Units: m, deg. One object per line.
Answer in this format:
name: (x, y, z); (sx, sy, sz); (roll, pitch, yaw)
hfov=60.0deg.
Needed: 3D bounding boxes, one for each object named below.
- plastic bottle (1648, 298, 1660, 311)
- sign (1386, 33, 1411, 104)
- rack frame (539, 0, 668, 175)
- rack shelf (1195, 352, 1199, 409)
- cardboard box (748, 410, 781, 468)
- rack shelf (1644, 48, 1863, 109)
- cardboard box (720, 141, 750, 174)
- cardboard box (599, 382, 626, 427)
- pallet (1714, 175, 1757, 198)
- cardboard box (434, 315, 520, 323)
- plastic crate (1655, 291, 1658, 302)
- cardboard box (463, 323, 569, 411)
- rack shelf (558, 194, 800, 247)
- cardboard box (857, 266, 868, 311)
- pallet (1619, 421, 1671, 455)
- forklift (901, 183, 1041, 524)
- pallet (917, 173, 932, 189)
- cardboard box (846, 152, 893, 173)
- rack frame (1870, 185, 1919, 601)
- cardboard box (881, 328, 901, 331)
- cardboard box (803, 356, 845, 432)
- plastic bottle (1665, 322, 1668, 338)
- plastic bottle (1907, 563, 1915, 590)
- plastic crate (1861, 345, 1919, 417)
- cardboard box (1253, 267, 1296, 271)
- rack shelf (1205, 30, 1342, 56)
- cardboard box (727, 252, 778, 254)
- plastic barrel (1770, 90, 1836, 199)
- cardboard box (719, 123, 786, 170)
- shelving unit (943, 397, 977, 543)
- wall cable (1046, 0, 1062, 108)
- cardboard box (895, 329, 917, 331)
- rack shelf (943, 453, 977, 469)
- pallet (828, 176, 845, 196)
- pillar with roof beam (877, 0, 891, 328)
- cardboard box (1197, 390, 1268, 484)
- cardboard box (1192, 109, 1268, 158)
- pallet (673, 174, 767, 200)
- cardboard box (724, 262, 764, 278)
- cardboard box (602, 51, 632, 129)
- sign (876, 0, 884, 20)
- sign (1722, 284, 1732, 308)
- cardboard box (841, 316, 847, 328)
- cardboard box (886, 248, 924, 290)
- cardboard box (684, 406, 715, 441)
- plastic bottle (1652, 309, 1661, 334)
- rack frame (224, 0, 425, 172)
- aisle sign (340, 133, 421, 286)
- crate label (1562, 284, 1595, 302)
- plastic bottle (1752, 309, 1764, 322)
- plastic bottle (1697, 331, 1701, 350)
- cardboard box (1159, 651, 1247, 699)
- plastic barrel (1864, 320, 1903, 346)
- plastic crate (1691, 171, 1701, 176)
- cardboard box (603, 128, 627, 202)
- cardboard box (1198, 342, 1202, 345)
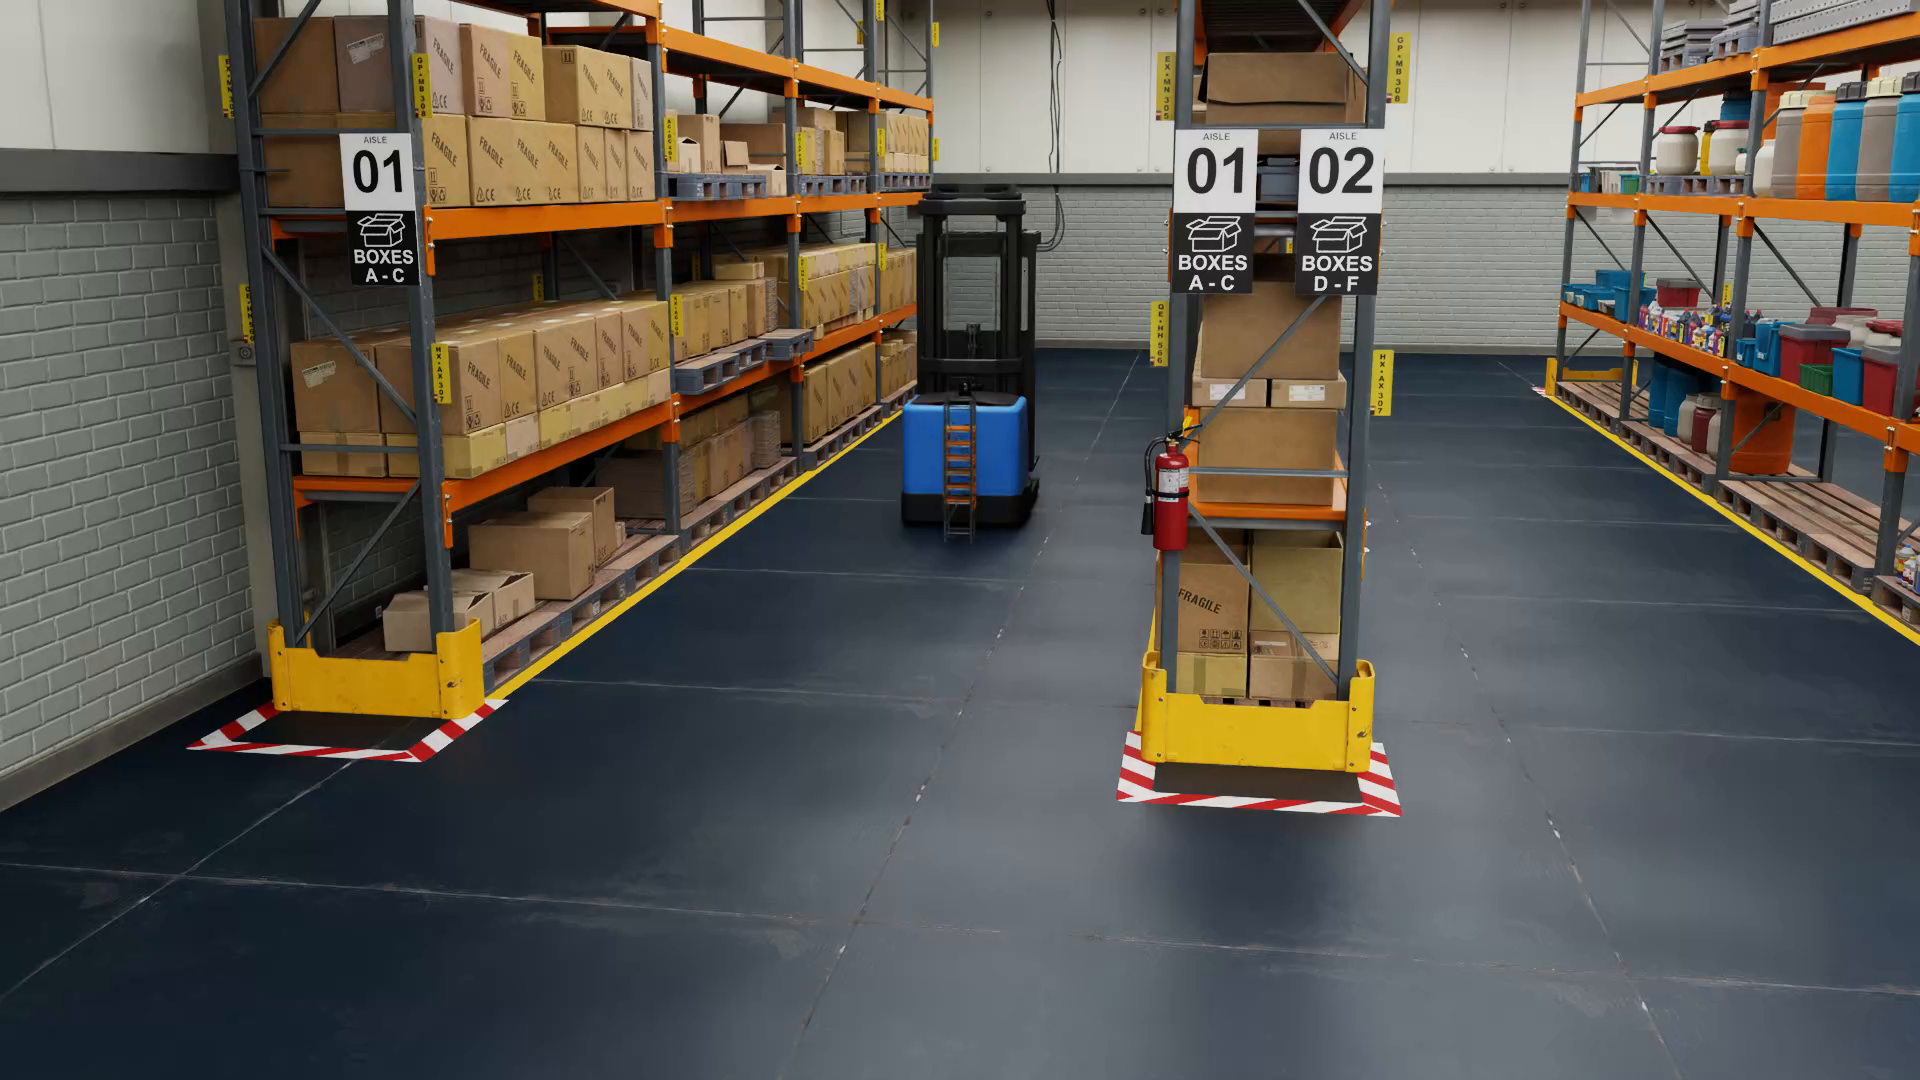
plastic bottle: (7.904, -2.579, 18.956); (0.144, 0.351, 0.185); (2, 12, 9)
sign: (2.093, -2.250, 7.933); (0.100, 0.325, 0.005); (2, 12, 9)
rack frame: (-2.735, -4.262, 12.411); (1.000, 3.000, 0.127); (2, 12, 9)
rack shelf: (2.468, -1.235, 14.310); (1.077, 0.370, 4.000); (2, 12, 9)
cardboard box: (-2.179, -1.004, 16.421); (0.700, 0.500, 0.500); (2, 12, 9)
rack shelf: (7.977, -4.643, 16.835); (1.077, 0.370, 4.000); (2, 12, 9)
cardboard box: (-2.411, -3.422, 15.340); (0.797, 0.503, 0.637); (4, 13, 17)
cardboard box: (-2.655, -0.949, 11.586); (0.500, 0.250, 0.500); (2, 12, 8)
pallet: (7.884, -3.371, 15.846); (1.003, 0.211, 1.213); (2, 12, 9)
cardboard box: (-3.248, -1.222, 11.073); (0.500, 0.500, 0.500); (2, 12, 9)
plastic crate: (8.702, -2.957, 20.735); (0.437, 0.282, 0.530); (2, 12, 9)
cardboard box: (-2.808, -1.100, 10.504); (0.500, 0.500, 0.500); (1, 12, 7)
rack shelf: (-2.427, -2.861, 14.735); (1.077, 0.370, 4.000); (2, 12, 9)
cardboard box: (-1.395, -2.988, 19.749); (0.500, 0.500, 0.500); (2, 12, 9)
pallet: (8.125, -1.152, 18.836); (1.003, 0.211, 1.213); (2, 12, 9)
forklift: (0.175, -1.833, 15.540); (1.130, 2.935, 3.031); (1, 12, 7)
pallet: (-0.993, -5.096, 23.610); (1.003, 0.211, 1.213); (2, 12, 9)
cardboard box: (-1.138, -4.778, 21.044); (0.500, 0.250, 0.500); (2, 12, 8)
rack frame: (7.054, -1.009, 11.554); (1.000, 3.000, 0.127); (2, 12, 9)
cardboard box: (-1.076, -3.012, 24.245); (0.380, 0.149, 0.250); (2, 12, 9)
cardboard box: (-1.736, -1.648, 18.625); (0.750, 0.750, 0.750); (2, 12, 8)
plastic bottle: (7.650, -2.277, 17.910); (0.097, 0.201, 0.097); (0, 12, 0)
plastic bottle: (6.541, 0.239, 11.364); (0.097, 0.201, 0.097); (0, 12, 0)
plastic crate: (6.827, -1.151, 12.061); (0.402, 0.464, 0.583); (2, 12, 9)
cardboard box: (1.790, -1.343, 9.787); (0.700, 0.500, 0.500); (2, 12, 9)
rack shelf: (2.468, -3.972, 13.720); (1.077, 0.370, 4.000); (2, 12, 9)
cardboard box: (-2.223, -2.944, 17.761); (0.500, 0.250, 0.500); (1, 12, 7)
plastic barrel: (7.329, -3.389, 14.288); (0.600, 0.901, 0.600); (0, 12, 0)
cardboard box: (-2.103, -3.994, 17.002); (0.700, 0.500, 0.500); (1, 12, 4)
shelving unit: (-0.002, -0.584, 13.853); (0.258, 1.200, 0.189); (2, 12, 9)
wall cable: (3.007, -8.789, 28.800); (3.097, 2.526, 0.112); (2, 12, 9)
cardboard box: (-0.738, -2.947, 23.943); (0.380, 0.149, 0.250); (2, 12, 8)
rack shelf: (-0.002, -0.657, 13.837); (0.258, 0.103, 0.180); (2, 12, 9)
pallet: (-1.904, -3.905, 18.322); (1.003, 0.211, 1.213); (2, 12, 11)
pillar with roof beam: (2.925, -7.211, 26.093); (9.100, 9.000, 0.400); (2, 12, 9)
cardboard box: (1.706, -0.592, 9.385); (0.700, 0.500, 0.500); (2, 12, 10)
cardboard box: (1.462, -2.252, 9.231); (0.500, 0.250, 0.500); (2, 12, 9)
pallet: (-2.378, -3.045, 14.330); (1.213, 0.211, 1.003); (2, 12, 9)
cardboard box: (-2.143, -2.671, 16.444); (0.380, 0.149, 0.250); (0, 12, 1)
cardboard box: (-2.618, -3.115, 11.551); (0.500, 0.500, 0.500); (3, 12, 12)
sign: (-0.966, -6.408, 19.962); (0.100, 0.325, 0.005); (2, 12, 9)
sign: (8.828, -2.791, 19.168); (0.100, 0.325, 0.005); (2, 12, 9)
cardboard box: (-1.515, -2.539, 19.205); (0.380, 0.149, 0.250); (2, 12, 7)
cardboard box: (-0.958, -3.868, 24.109); (0.980, 0.700, 0.700); (2, 12, 11)
cardboard box: (-2.497, -1.043, 14.824); (0.500, 0.250, 0.500); (2, 12, 7)
plastic bottle: (7.736, -2.428, 18.444); (0.097, 0.271, 0.097); (0, 12, 0)
rack frame: (-3.350, -3.430, 8.548); (1.000, 3.000, 0.127); (2, 12, 9)
aisle sign: (-3.065, -1.743, 8.791); (0.394, 0.787, 0.004); (2, 12, 9)
crate label: (8.537, -3.413, 22.967); (0.416, 0.233, 0.303); (2, 12, 9)
plastic bottle: (8.297, -2.219, 17.285); (0.144, 0.351, 0.185); (2, 12, 9)
plastic bottle: (7.456, -2.015, 16.695); (0.097, 0.201, 0.097); (0, 12, 0)
cardboard box: (1.336, 0.680, 9.246); (0.500, 0.250, 0.500); (2, 12, 9)
plastic barrel: (7.598, -1.510, 13.557); (0.433, 0.535, 0.433); (0, 12, 0)
plastic crate: (8.747, -4.326, 20.138); (0.497, 0.269, 0.590); (2, 12, 9)
cardboard box: (-2.659, -2.637, 11.703); (0.500, 0.500, 0.500); (1, 12, 4)
cardboard box: (1.693, -1.164, 10.496); (0.380, 0.149, 0.250); (2, 12, 8)
